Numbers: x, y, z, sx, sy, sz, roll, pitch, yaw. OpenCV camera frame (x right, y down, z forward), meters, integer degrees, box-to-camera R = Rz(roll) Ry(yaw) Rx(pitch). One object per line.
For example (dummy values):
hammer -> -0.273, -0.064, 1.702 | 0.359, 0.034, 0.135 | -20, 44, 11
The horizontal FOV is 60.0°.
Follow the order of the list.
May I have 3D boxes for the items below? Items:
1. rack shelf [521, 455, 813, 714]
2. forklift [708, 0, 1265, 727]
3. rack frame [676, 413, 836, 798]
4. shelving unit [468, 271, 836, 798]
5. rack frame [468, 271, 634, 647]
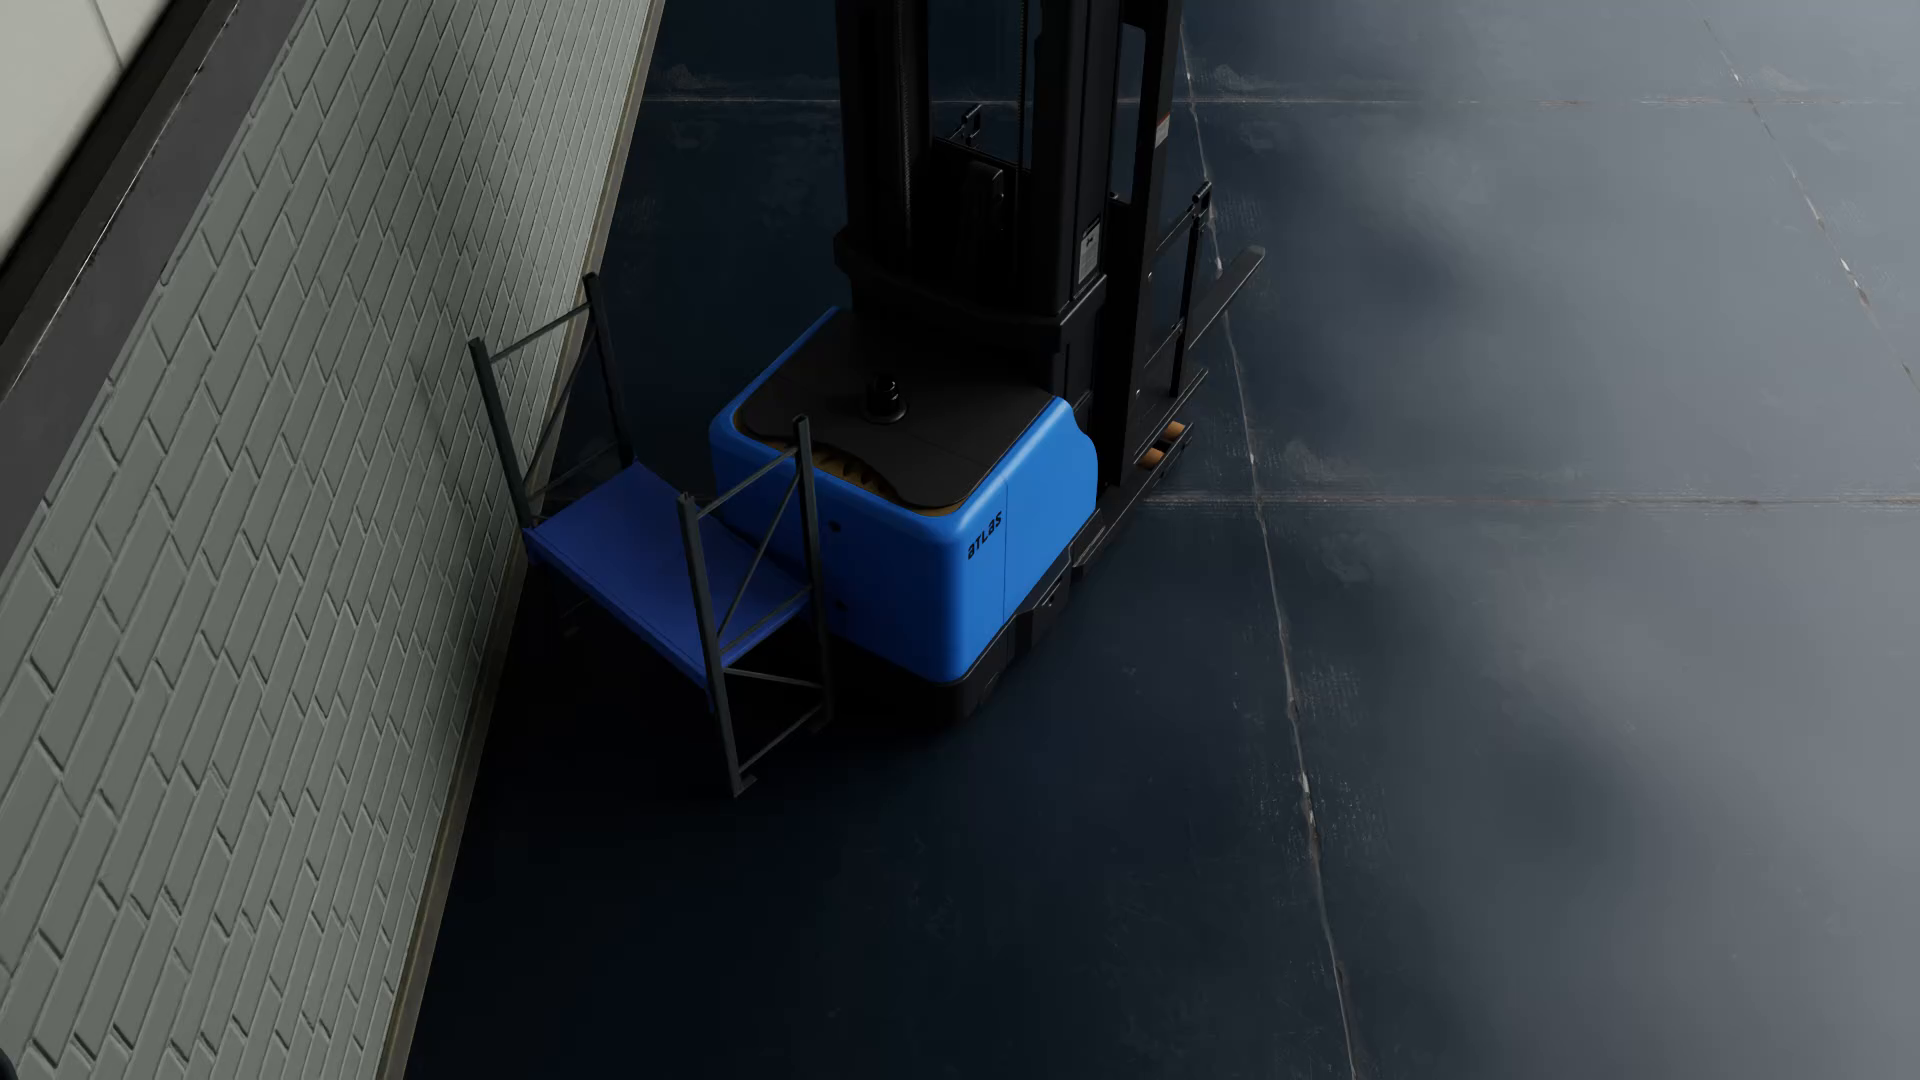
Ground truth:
rack shelf -> -1.013, 0.134, 5.847 | 1.000, 0.185, 0.538 | 34, 56, 28
forklift -> 0.330, -1.385, 6.037 | 1.130, 2.935, 3.031 | 25, 52, 21
rack frame -> -0.642, 0.265, 5.478 | 0.032, 1.500, 0.500 | 34, 56, 28
shelving unit -> -1.013, 0.011, 5.715 | 1.048, 1.500, 0.538 | 34, 56, 28
rack frame -> -1.384, -0.243, 5.952 | 0.032, 1.500, 0.500 | 34, 56, 28
